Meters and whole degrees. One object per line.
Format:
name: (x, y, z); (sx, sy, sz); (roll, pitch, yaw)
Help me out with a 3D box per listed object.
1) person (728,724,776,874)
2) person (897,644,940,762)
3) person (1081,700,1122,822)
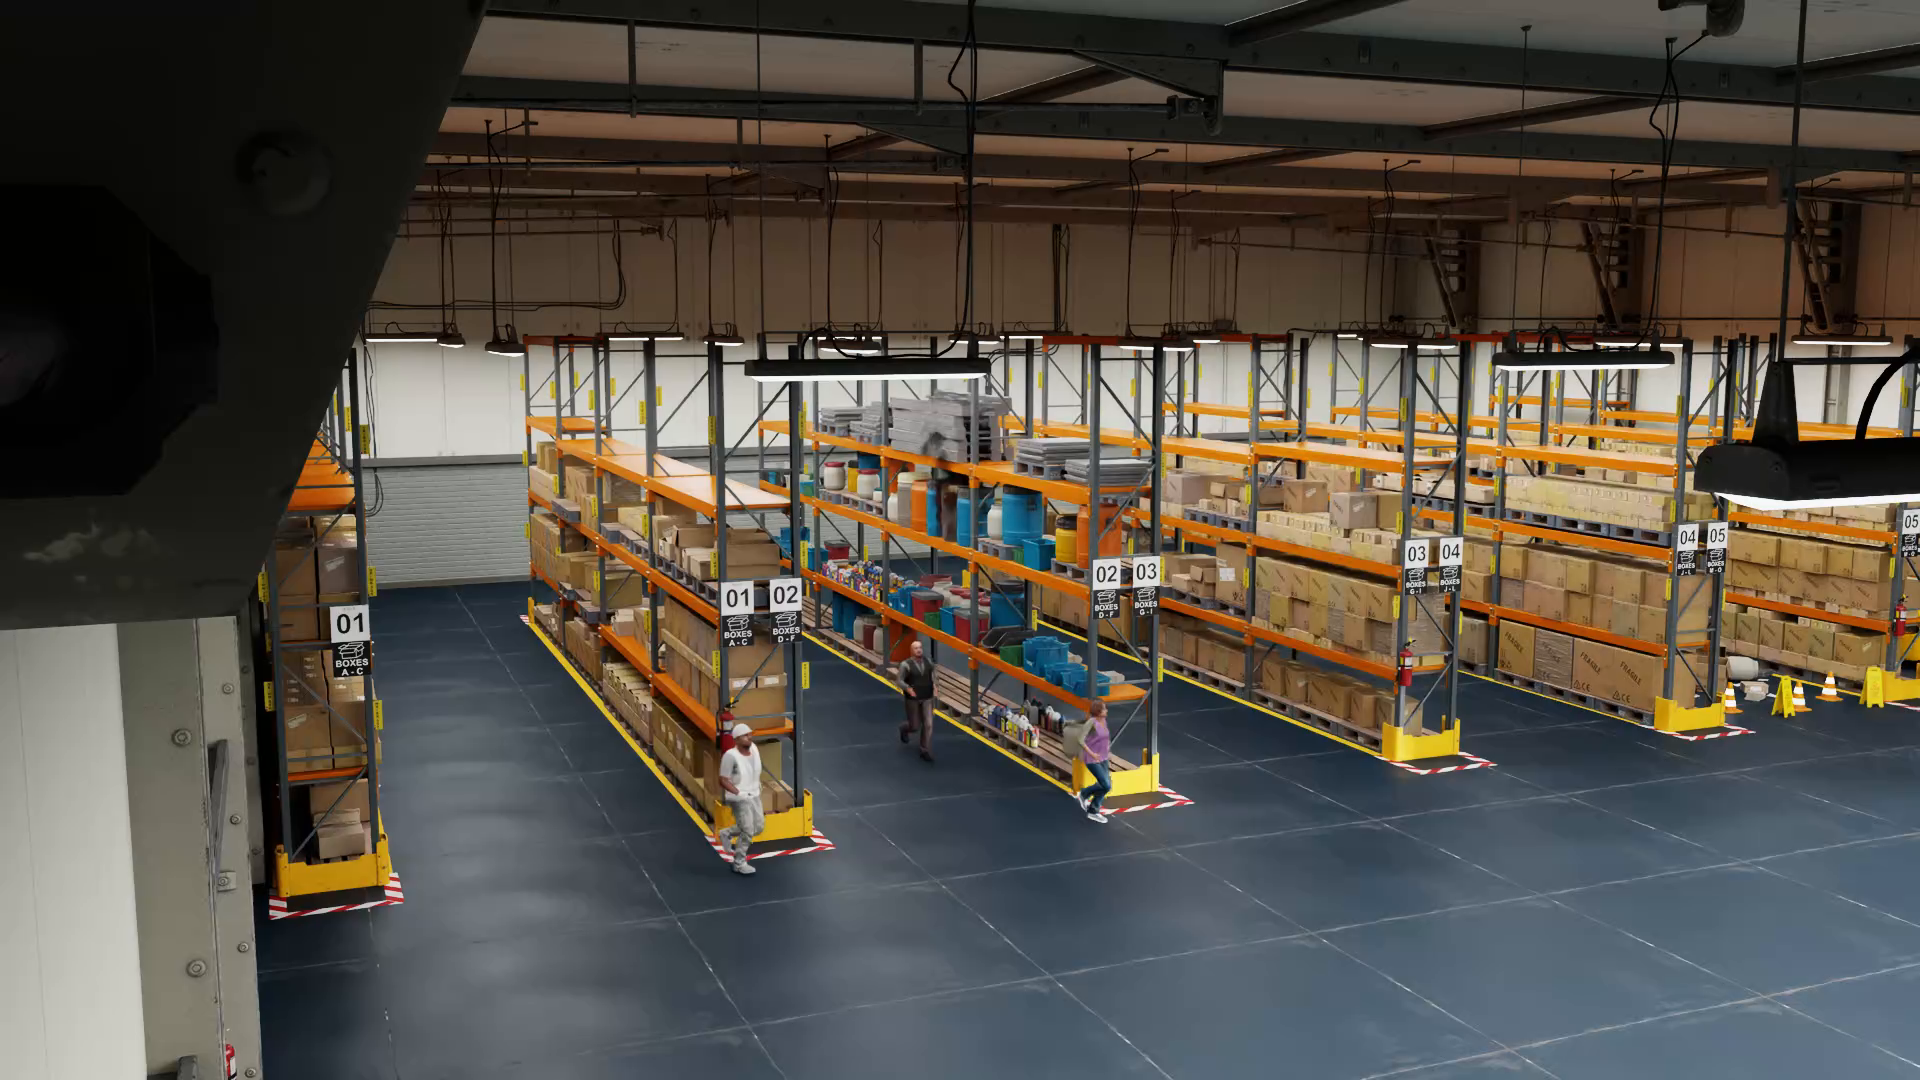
person: (-2.374, 2.948, 19.016); (0.657, 1.736, 0.678); (4, 9, 29)
person: (-0.566, 2.323, 24.035); (0.676, 1.677, 0.699); (-3, 8, -25)
person: (1.831, 2.790, 20.919); (0.512, 1.566, 0.560); (5, 9, 35)
